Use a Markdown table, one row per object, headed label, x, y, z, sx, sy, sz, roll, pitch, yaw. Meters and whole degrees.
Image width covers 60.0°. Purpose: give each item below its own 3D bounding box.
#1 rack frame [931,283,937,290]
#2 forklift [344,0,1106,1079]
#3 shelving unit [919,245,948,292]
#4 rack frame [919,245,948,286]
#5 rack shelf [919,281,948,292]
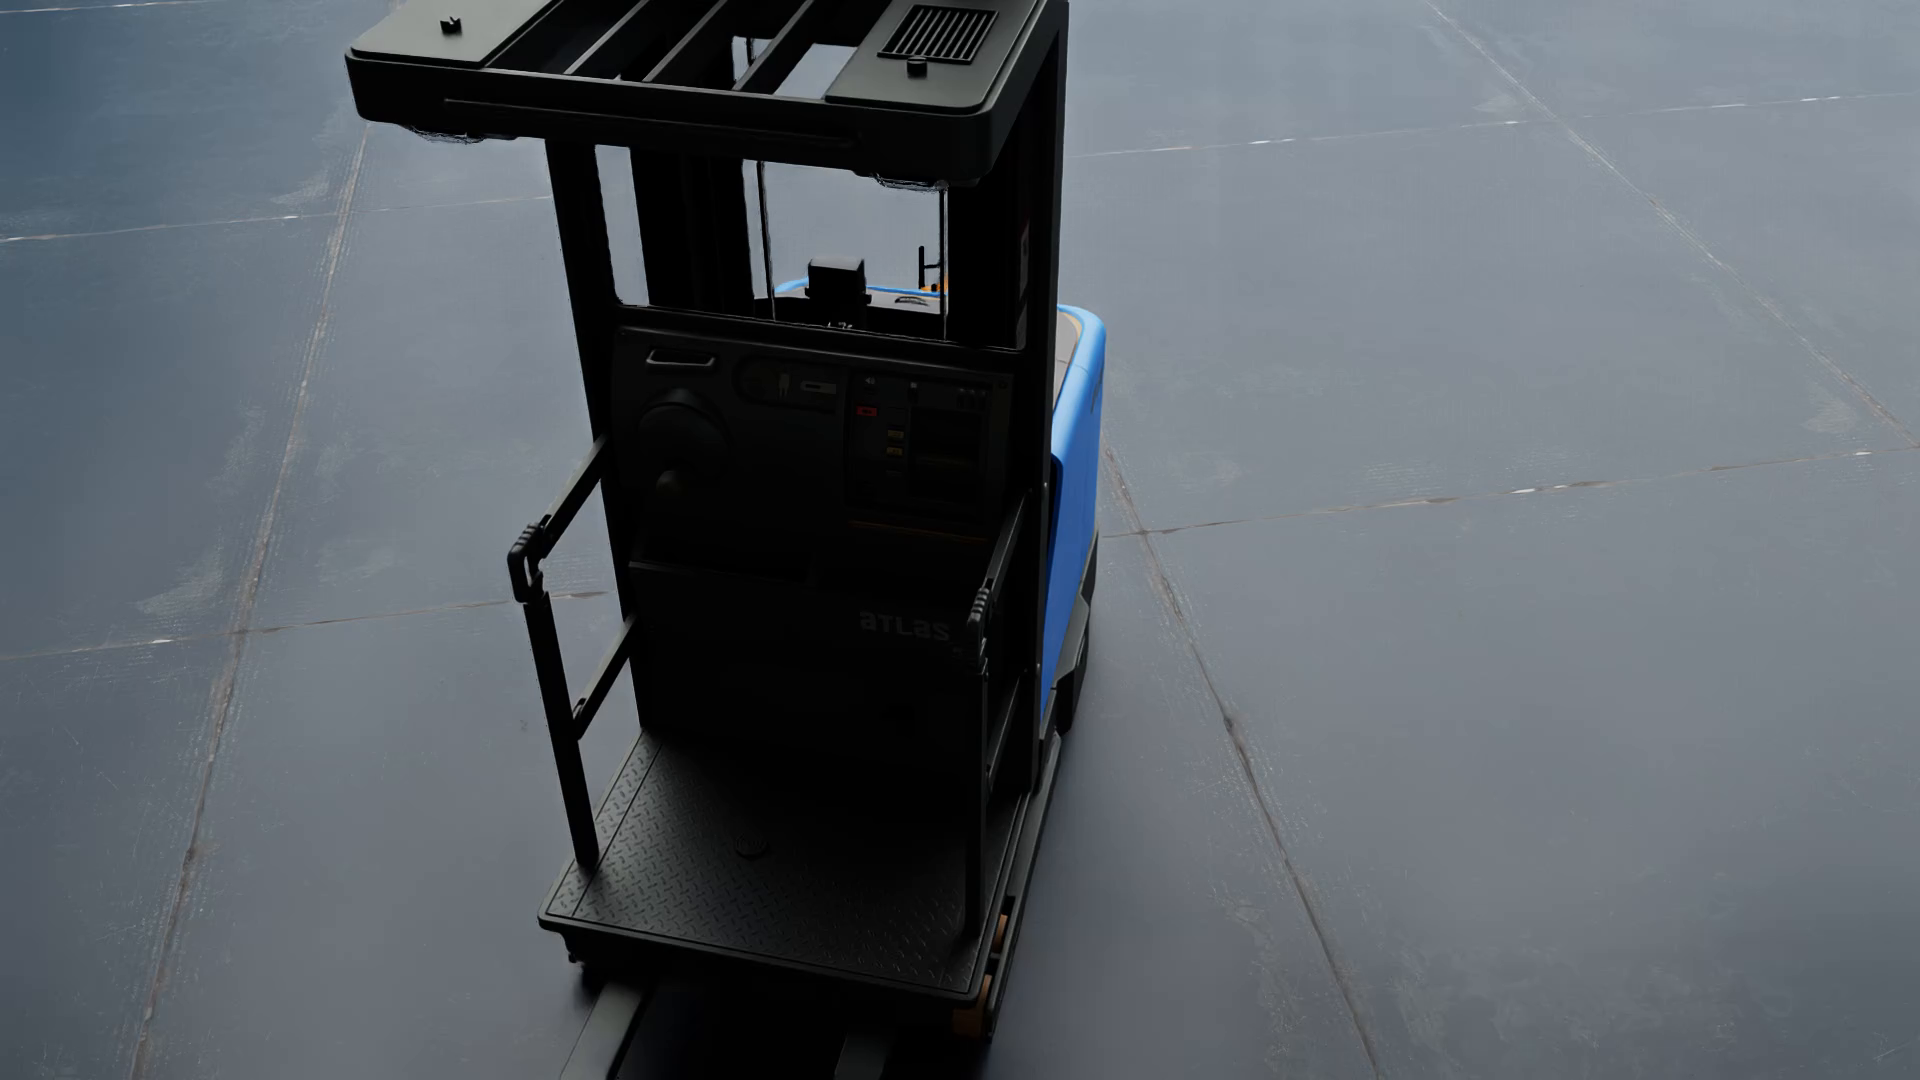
| label | x | y | z | sx | sy | sz | roll | pitch | yaw |
| --- | --- | --- | --- | --- | --- | --- | --- | --- | --- |
| rack frame | 0.012 | -0.373 | 5.375 | 0.200 | 1.050 | 0.008 | -6 | 38 | -8 |
| forklift | -0.388 | -0.175 | 3.587 | 1.130 | 2.935 | 3.031 | 8 | 39 | 10 |
| shelving unit | -0.009 | -0.447 | 5.470 | 0.215 | 1.050 | 0.252 | -6 | 38 | -8 |
| rack frame | -0.031 | -0.521 | 5.564 | 0.200 | 1.050 | 0.008 | -6 | 38 | -8 |
| rack shelf | -0.009 | -0.663 | 5.302 | 0.215 | 0.259 | 0.240 | -6 | 38 | -8 |
